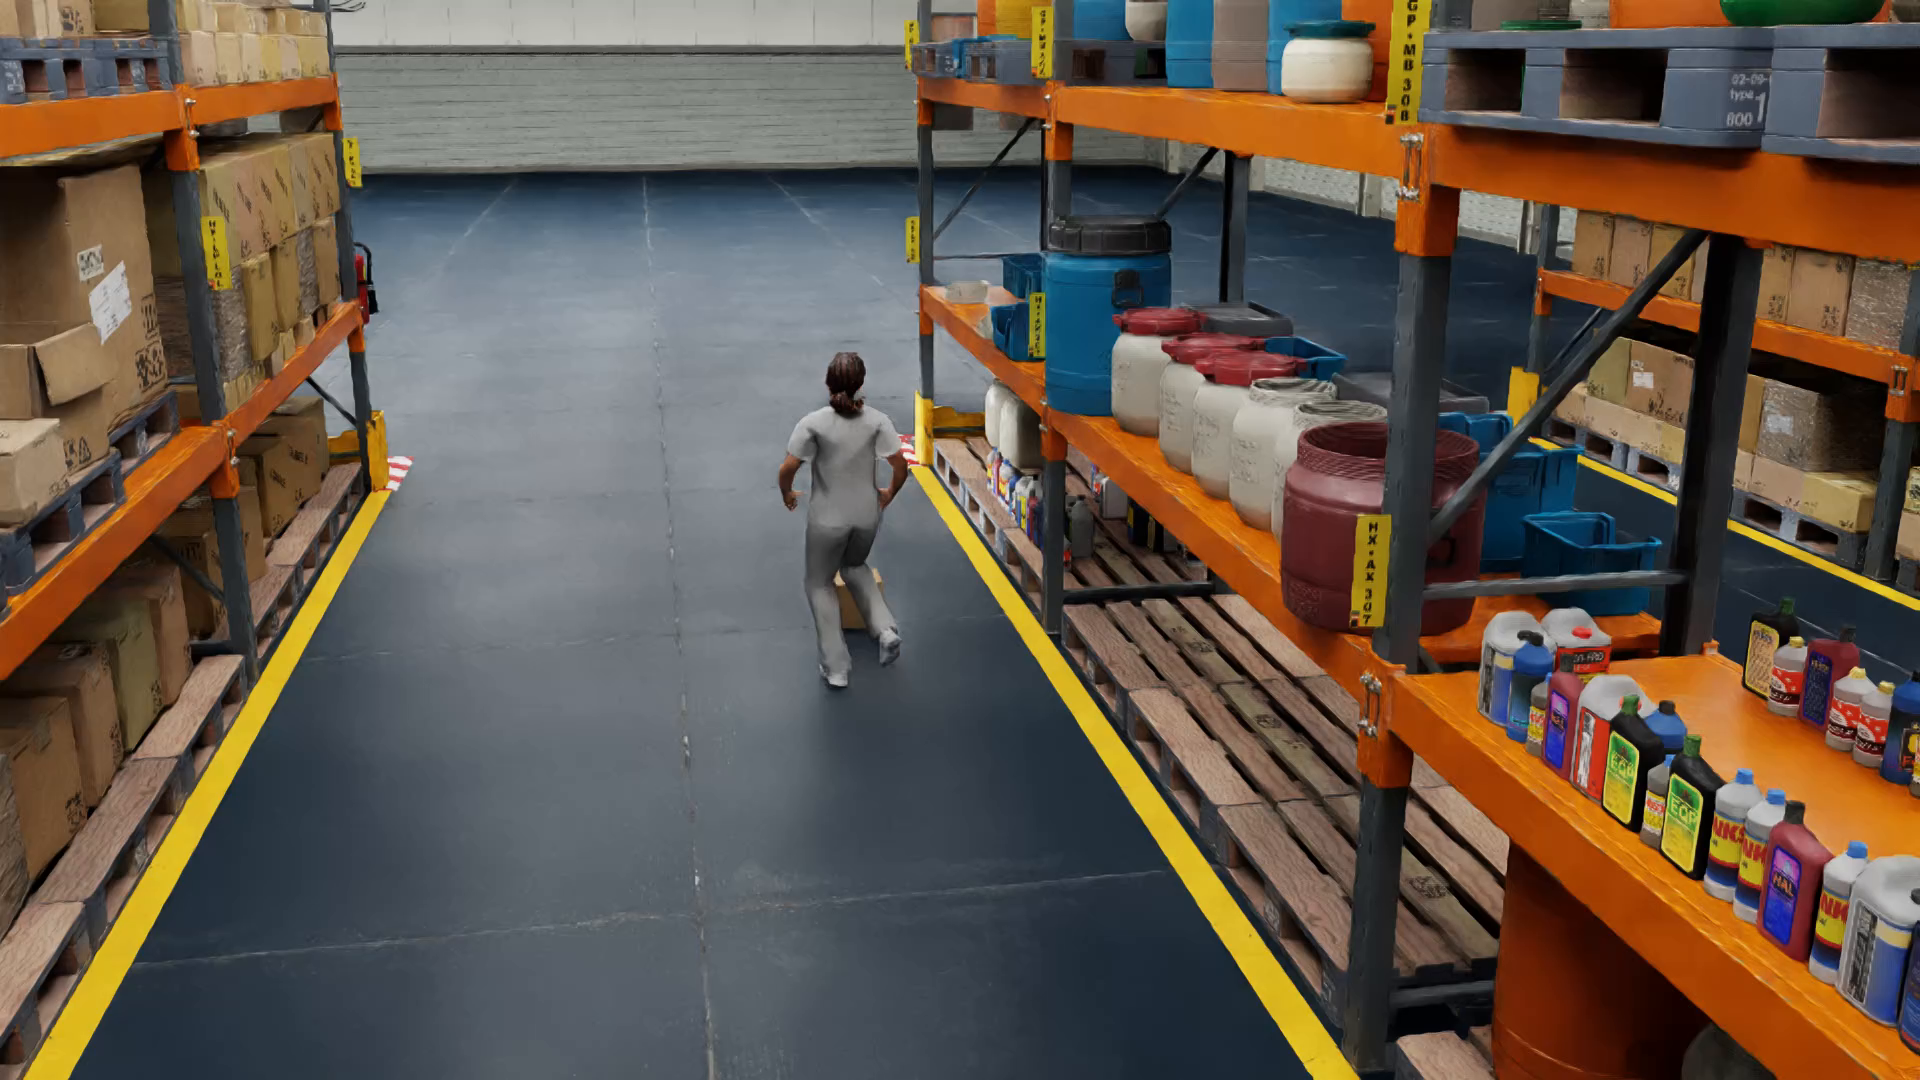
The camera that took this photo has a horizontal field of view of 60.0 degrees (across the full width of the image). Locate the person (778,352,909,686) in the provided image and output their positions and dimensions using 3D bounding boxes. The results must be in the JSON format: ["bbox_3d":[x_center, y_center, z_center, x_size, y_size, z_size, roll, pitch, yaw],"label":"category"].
[{"bbox_3d":[-0.593,-0.094,7.967,0.612,1.618,0.469,-8,18,-25],"label":"person"}]
